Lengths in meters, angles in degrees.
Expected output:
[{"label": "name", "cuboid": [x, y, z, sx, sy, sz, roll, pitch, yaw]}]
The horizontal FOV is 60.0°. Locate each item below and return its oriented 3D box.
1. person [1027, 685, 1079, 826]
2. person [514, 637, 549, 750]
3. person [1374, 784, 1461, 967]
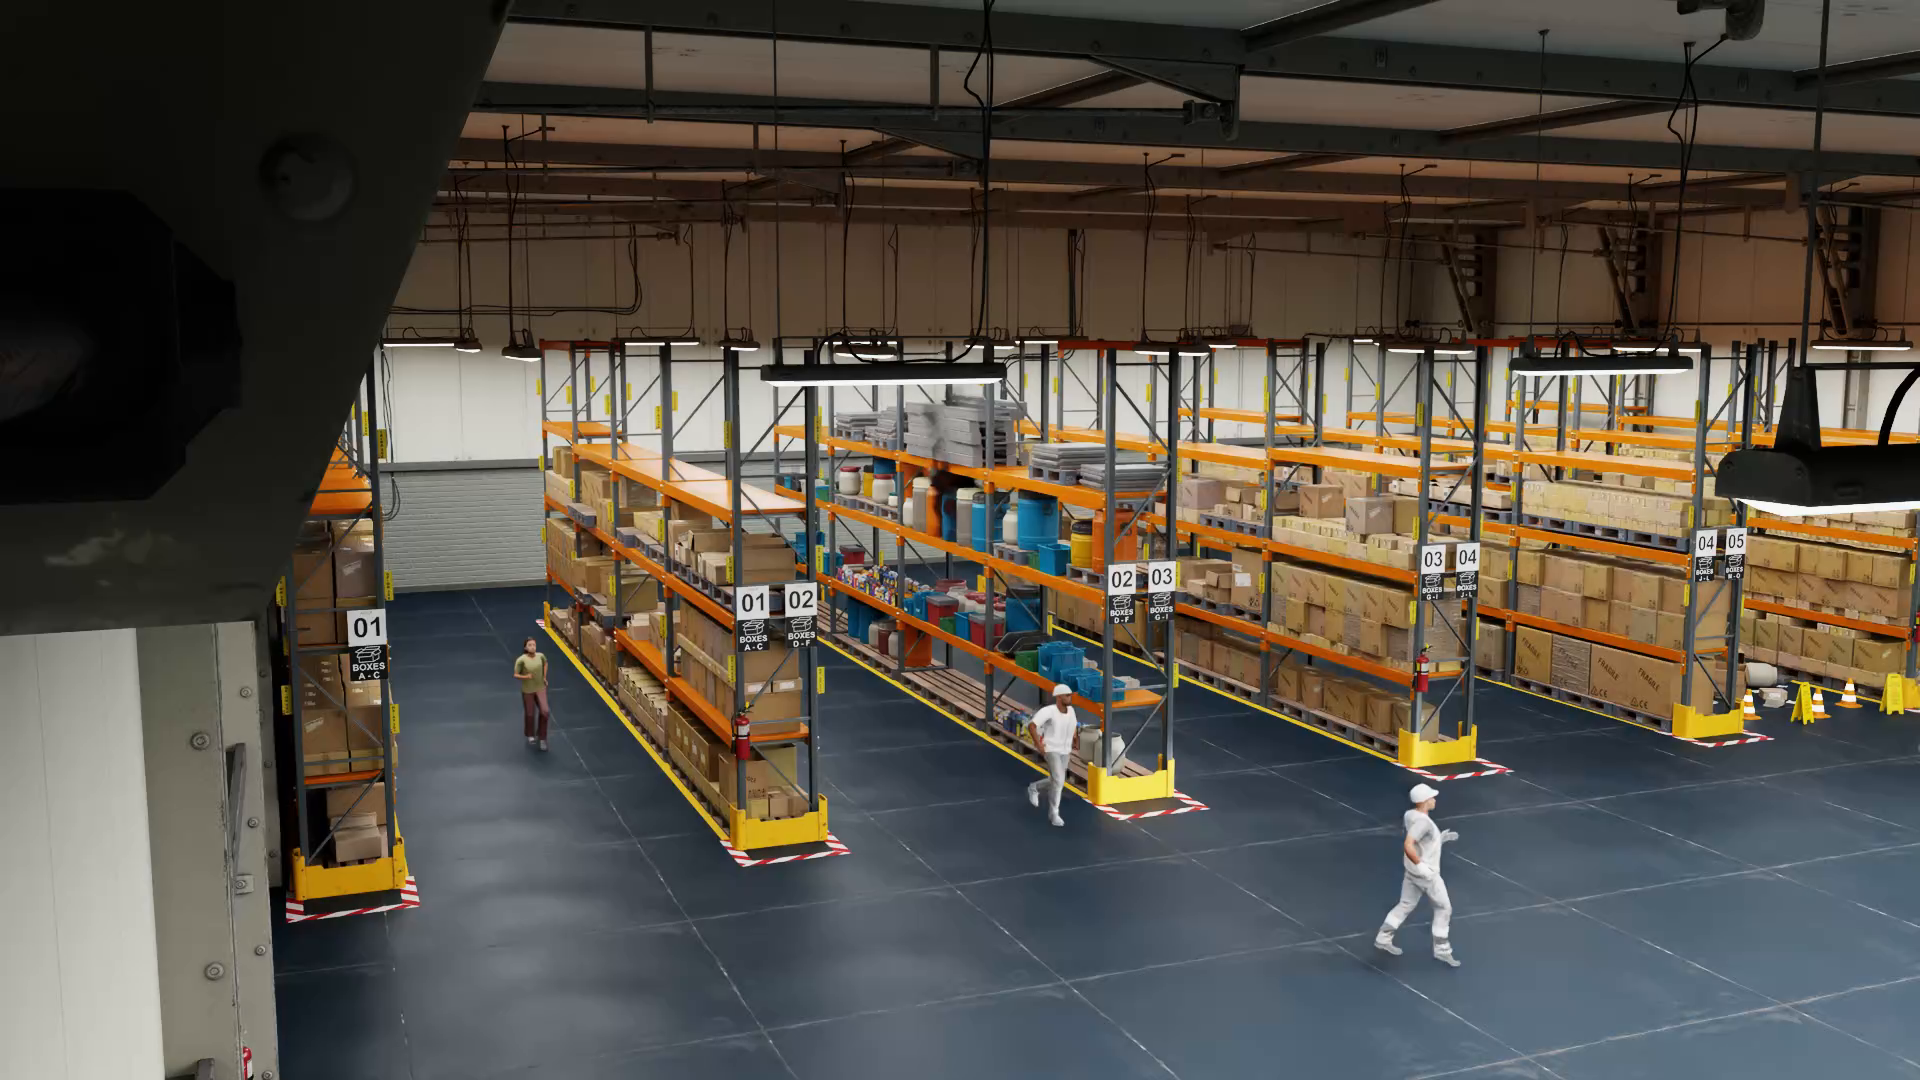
[{"label": "person", "cuboid": [1.223, 2.715, 21.413, 0.744, 1.736, 0.820, -6, 10, -41]}, {"label": "person", "cuboid": [-6.385, 2.288, 24.855, 0.556, 1.710, 0.711, -4, 8, -27]}, {"label": "person", "cuboid": [4.540, 3.308, 16.408, 0.836, 1.838, 0.652, -1, 7, -6]}]
